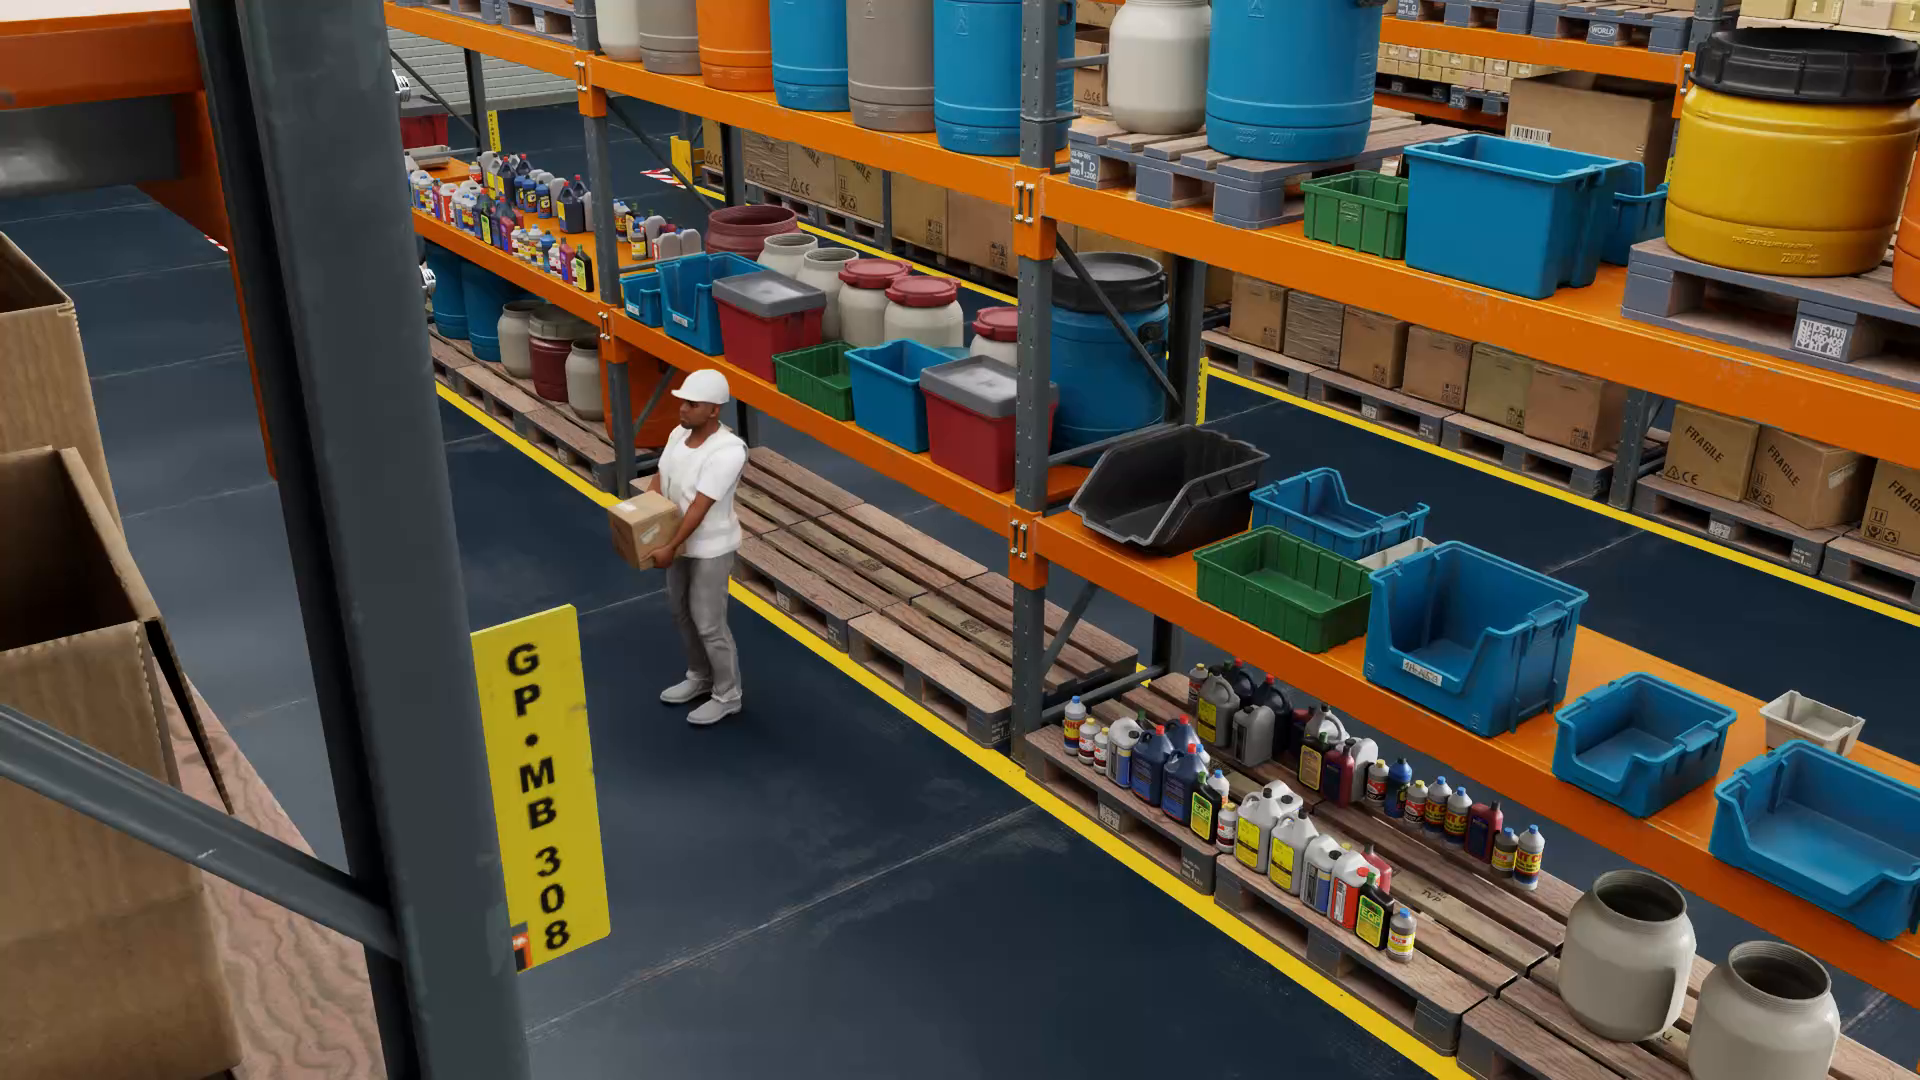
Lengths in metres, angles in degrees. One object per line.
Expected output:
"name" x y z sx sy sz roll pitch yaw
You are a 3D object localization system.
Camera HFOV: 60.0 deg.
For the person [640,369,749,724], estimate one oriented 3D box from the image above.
"person" -1.321 0.053 7.968 0.586 1.762 0.502 -18 30 -34
